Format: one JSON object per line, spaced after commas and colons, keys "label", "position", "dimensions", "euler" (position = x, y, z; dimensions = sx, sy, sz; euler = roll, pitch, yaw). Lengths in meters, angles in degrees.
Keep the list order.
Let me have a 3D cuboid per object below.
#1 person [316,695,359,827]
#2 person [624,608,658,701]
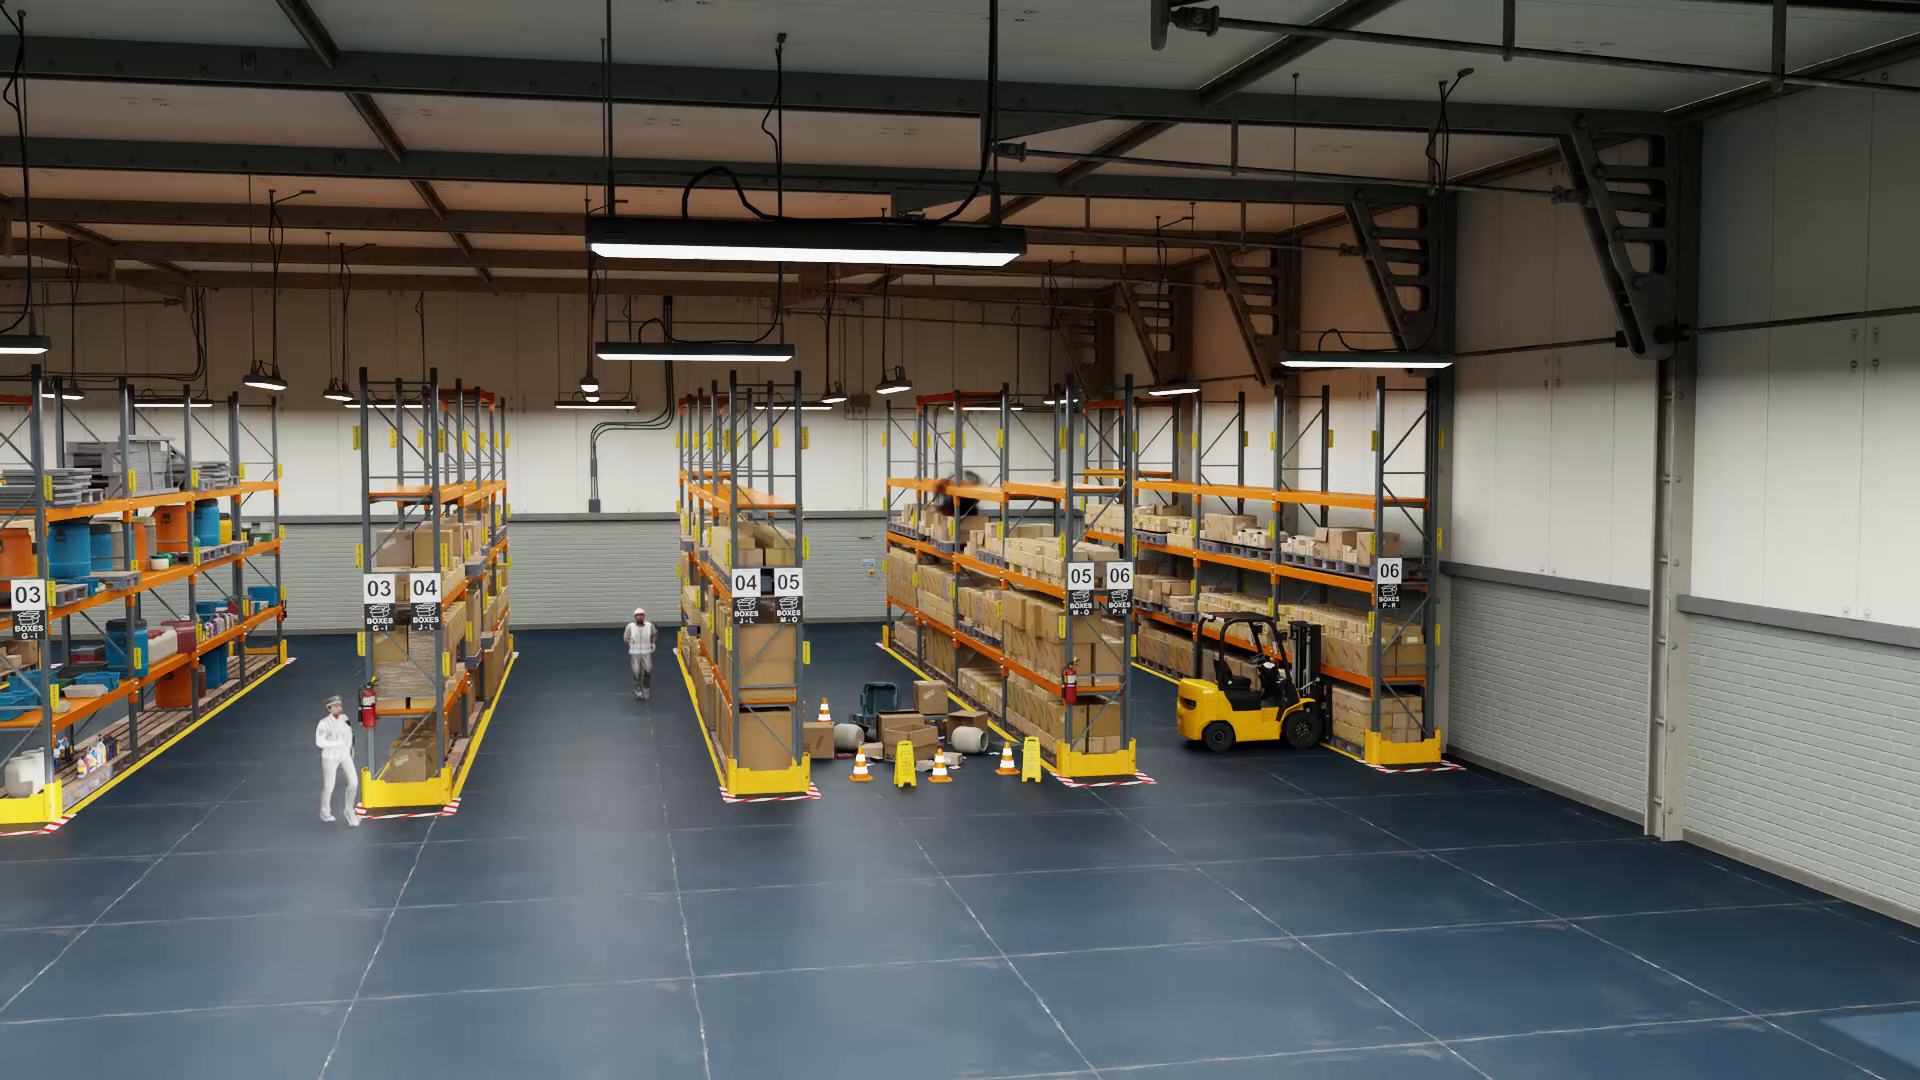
{"label": "person", "position": [-8.083, 2.874, 21.597], "dimensions": [0.698, 1.741, 0.617], "euler": [3, 5, 41]}
{"label": "person", "position": [-6.144, 2.211, 32.052], "dimensions": [0.662, 1.782, 0.644], "euler": [-1, 3, -13]}
